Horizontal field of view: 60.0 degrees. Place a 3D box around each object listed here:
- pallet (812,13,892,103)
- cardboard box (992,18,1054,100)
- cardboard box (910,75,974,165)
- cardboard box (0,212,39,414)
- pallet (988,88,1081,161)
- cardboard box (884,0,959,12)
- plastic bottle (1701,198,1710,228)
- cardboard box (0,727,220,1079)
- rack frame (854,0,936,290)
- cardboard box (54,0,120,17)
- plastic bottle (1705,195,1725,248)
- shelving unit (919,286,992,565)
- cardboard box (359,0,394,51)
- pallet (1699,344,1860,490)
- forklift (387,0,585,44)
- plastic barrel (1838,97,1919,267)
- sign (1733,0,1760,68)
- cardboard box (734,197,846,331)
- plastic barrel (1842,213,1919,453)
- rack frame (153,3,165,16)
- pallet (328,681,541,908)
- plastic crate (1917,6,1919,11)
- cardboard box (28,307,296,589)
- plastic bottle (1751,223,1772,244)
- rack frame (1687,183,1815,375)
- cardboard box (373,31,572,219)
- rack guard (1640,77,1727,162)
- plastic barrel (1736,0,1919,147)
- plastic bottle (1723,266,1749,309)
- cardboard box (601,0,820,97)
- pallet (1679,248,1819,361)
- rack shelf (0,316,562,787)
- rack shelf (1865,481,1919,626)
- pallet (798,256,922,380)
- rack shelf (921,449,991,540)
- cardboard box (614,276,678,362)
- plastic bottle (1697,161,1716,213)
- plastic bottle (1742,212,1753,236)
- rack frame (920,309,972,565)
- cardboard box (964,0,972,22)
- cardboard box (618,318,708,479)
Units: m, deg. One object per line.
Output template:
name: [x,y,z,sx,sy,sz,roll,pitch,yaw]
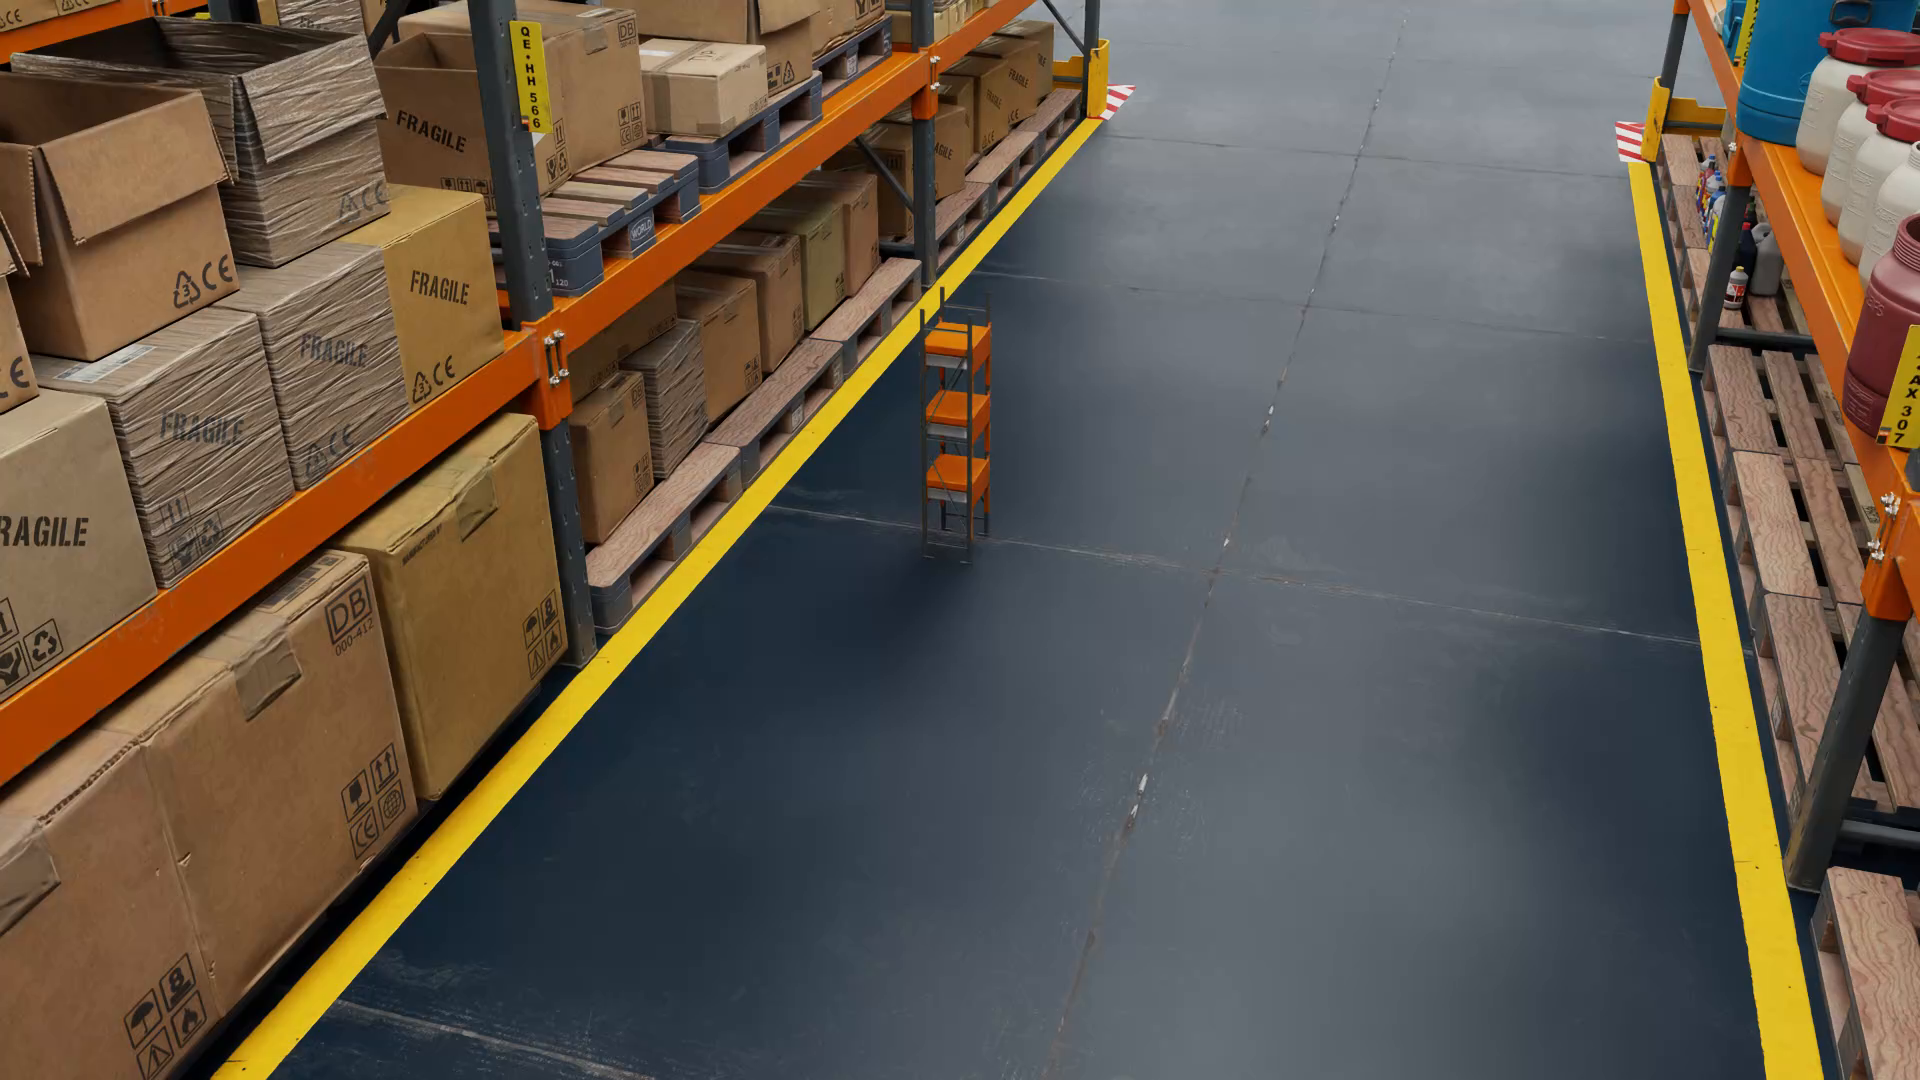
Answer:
pallet: [-0.993,-2.384,8.148,1.003,0.211,1.213,8,30,15]
cardboard box: [0.345,-3.465,12.032,0.500,0.500,0.500,14,32,24]
cardboard box: [-0.206,-2.641,10.551,0.500,0.500,0.500,6,30,10]
cardboard box: [-2.419,-0.473,3.380,0.797,0.503,0.637,9,30,16]
pallet: [0.249,-3.035,11.988,1.003,0.211,1.213,8,30,15]
cardboard box: [-0.439,-3.176,8.966,0.875,0.500,0.500,8,30,15]
plastic bottle: [4.290,-1.874,9.459,0.097,0.201,0.097,0,29,0]
cardboard box: [-2.548,0.945,3.720,1.225,0.875,0.875,7,30,13]
rack frame: [-0.630,-2.802,8.702,1.000,3.000,0.127,8,30,15]
cardboard box: [-5.239,-3.320,9.530,0.500,0.500,0.500,8,30,15]
plastic bottle: [4.221,-1.752,9.164,0.152,0.276,0.135,9,30,16]
shelving unit: [-0.016,-0.434,6.450,0.215,1.050,0.252,8,30,15]
cardboard box: [-4.560,-3.937,12.496,0.875,0.875,0.875,8,30,14]
pallet: [3.911,-0.507,7.444,1.003,0.211,1.213,8,30,15]
forklift: [-2.816,-2.830,8.821,3.031,2.935,1.130,12,31,20]
plastic barrel: [3.272,-1.200,5.681,0.433,0.535,0.433,0,29,0]
sign: [3.582,-2.300,7.515,0.100,0.325,0.005,8,30,15]
cardboard box: [-0.989,-1.401,8.302,0.700,0.500,0.500,8,30,15]
plastic barrel: [2.777,-0.555,4.522,0.600,0.536,0.708,8,30,15]
rack frame: [-5.342,-3.557,10.059,1.000,3.000,0.127,8,30,15]
pallet: [-2.108,0.631,5.399,1.003,0.211,1.213,8,30,15]
plastic crate: [4.773,-2.594,8.545,0.450,0.188,0.662,8,30,15]
cardboard box: [-2.013,-0.250,4.011,0.500,0.500,0.500,8,30,13]
plastic bottle: [4.224,-1.518,8.742,0.152,0.276,0.135,8,30,15]
rack frame: [4.105,-2.096,7.432,1.000,3.000,0.127,8,30,15]
cardboard box: [-1.684,-1.427,5.696,0.500,0.500,0.500,5,29,9]
rack guard: [5.302,-2.820,11.305,1.175,0.500,0.348,8,30,15]
plastic barrel: [3.702,-2.178,7.065,0.600,0.901,0.708,8,30,15]
plastic bottle: [3.913,-1.278,8.388,0.097,0.201,0.097,0,29,0]
cardboard box: [-1.051,-2.212,7.103,0.797,0.503,0.637,12,31,20]
pallet: [4.342,-1.183,8.660,1.003,0.211,1.213,8,30,15]
rack shelf: [-2.391,0.300,3.865,1.077,0.370,4.000,8,30,15]
rack shelf: [2.344,1.007,2.594,1.077,0.370,4.000,8,30,15]
pallet: [-0.857,-1.222,8.729,1.003,0.211,1.213,8,30,15]
rack shelf: [-0.016,-0.182,6.590,0.215,0.259,0.240,8,30,15]
cardboard box: [-1.490,-0.935,6.692,0.500,0.250,0.500,12,31,20]
plastic bottle: [4.365,-2.059,9.707,0.061,0.283,0.133,9,30,16]
plastic bottle: [4.075,-1.560,8.741,0.144,0.351,0.185,7,30,12]
rack frame: [-0.052,-0.377,6.348,0.200,1.050,0.008,8,30,15]
cardboard box: [-0.147,-2.984,9.287,0.380,0.149,0.250,8,30,15]
cardboard box: [-1.476,-0.617,6.893,0.700,0.500,0.500,6,30,11]
